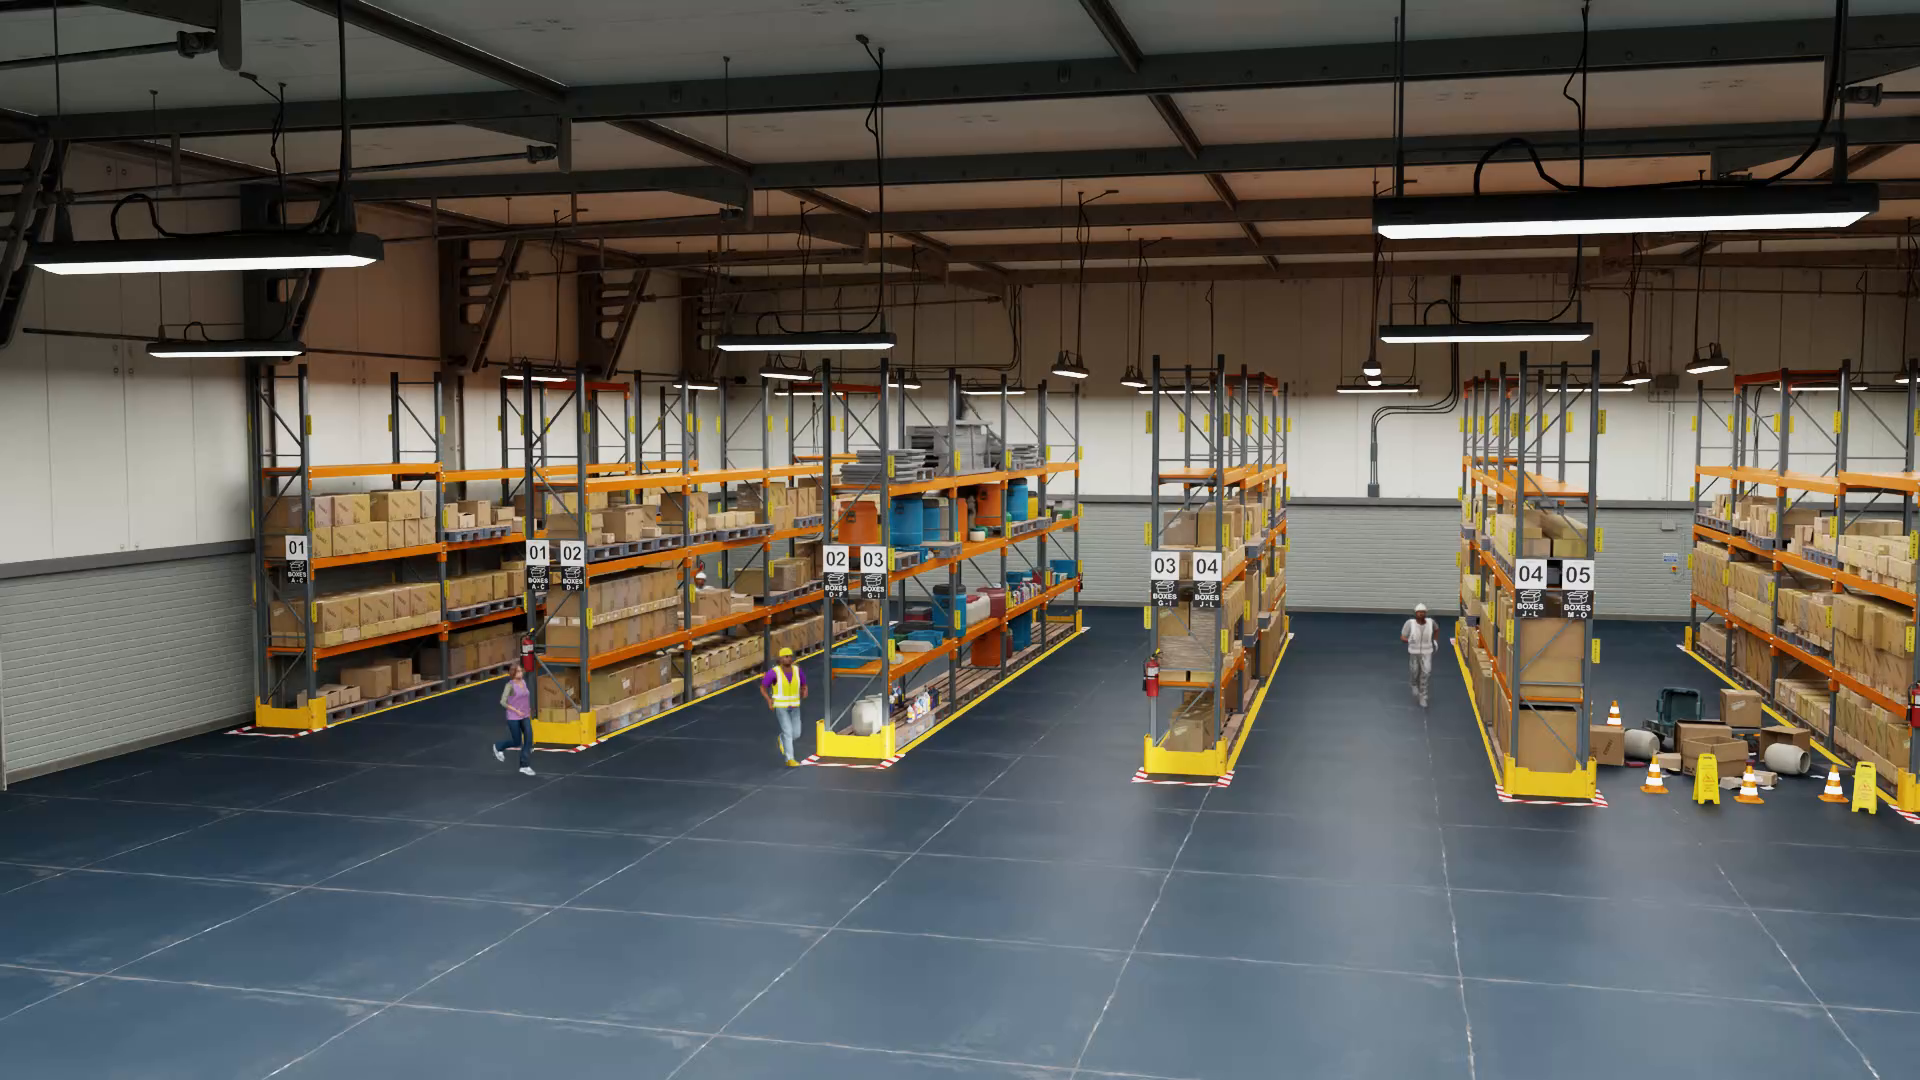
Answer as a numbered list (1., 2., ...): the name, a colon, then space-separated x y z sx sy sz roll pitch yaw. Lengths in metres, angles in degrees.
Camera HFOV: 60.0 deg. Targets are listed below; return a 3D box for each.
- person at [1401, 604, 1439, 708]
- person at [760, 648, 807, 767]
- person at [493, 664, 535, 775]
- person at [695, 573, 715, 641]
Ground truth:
1. person: 8.275 2.050 29.903 0.683 1.807 0.985 1 4 11
2. person: -2.576 2.444 24.509 0.703 1.735 0.747 -2 5 -30
3. person: -6.414 2.575 23.981 0.744 1.586 0.537 2 5 30
4. person: -5.700 1.594 36.889 0.645 1.760 0.882 1 4 9
